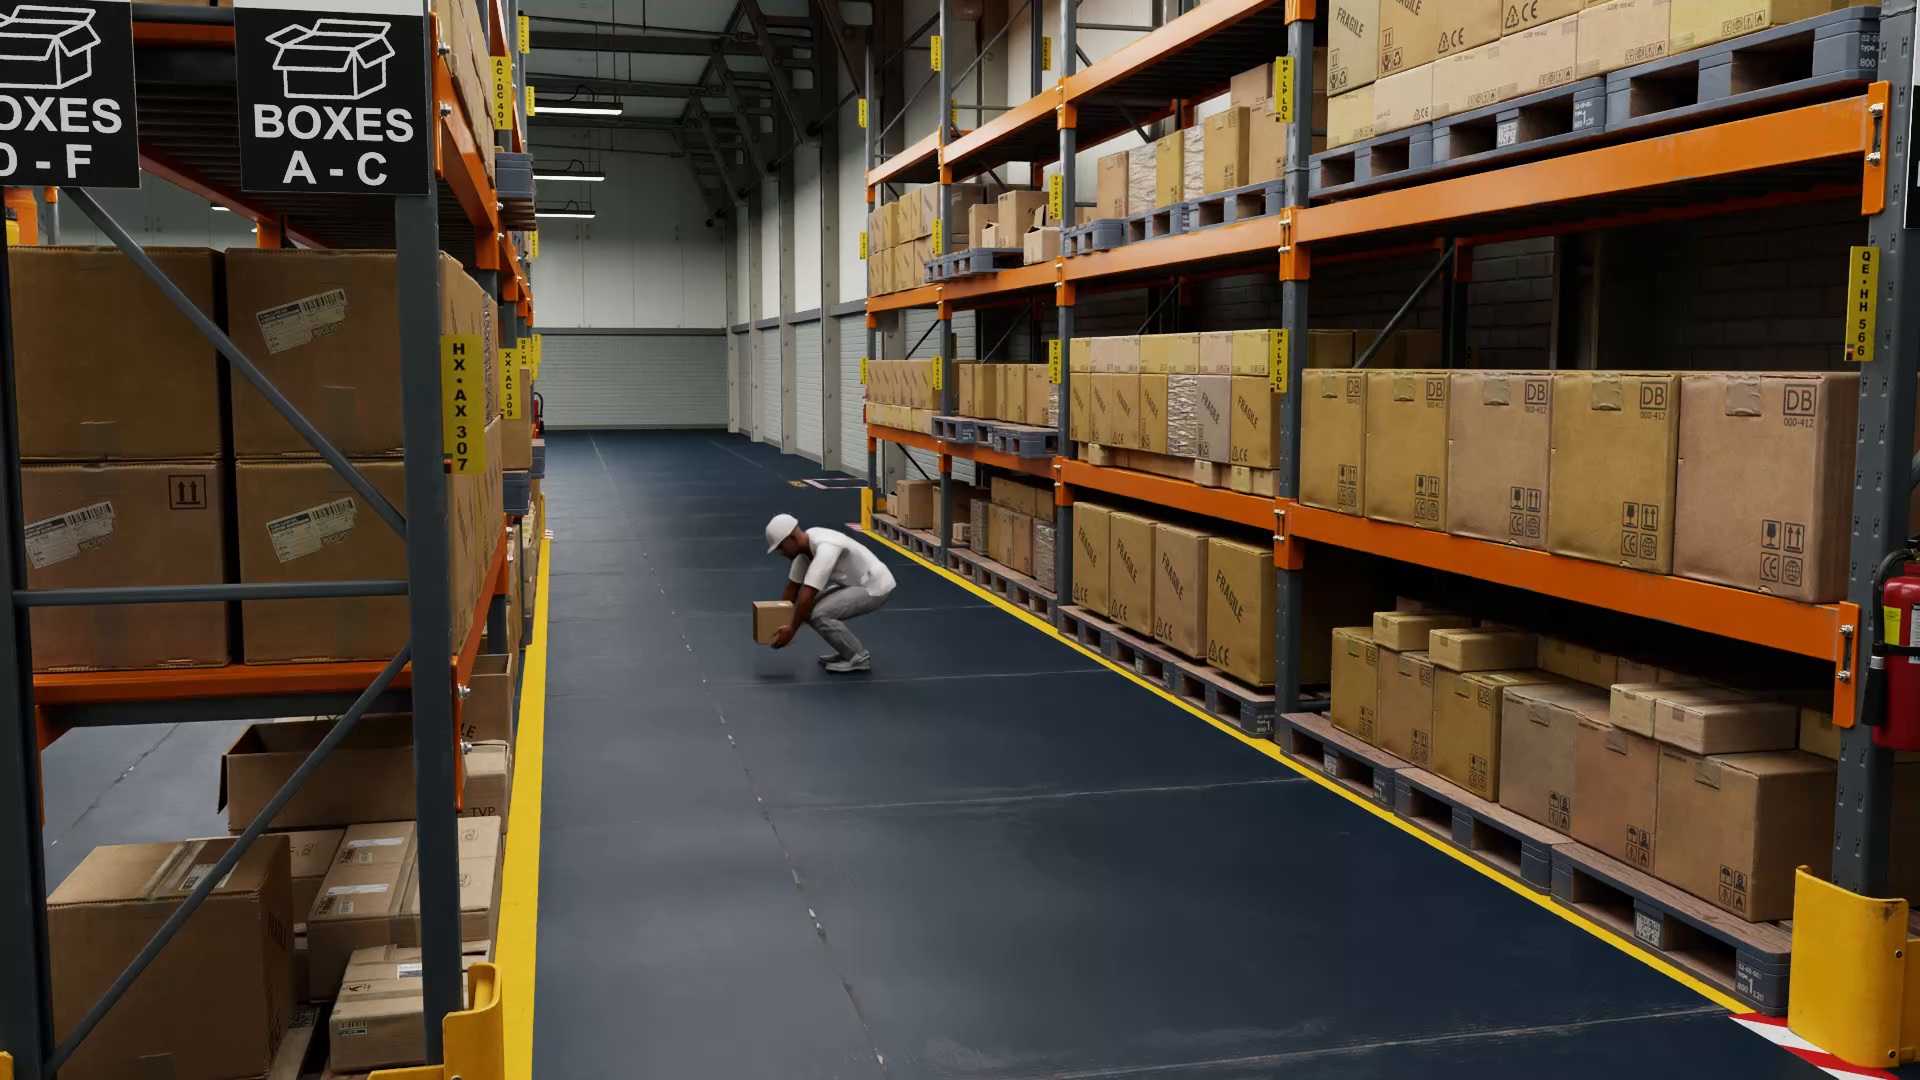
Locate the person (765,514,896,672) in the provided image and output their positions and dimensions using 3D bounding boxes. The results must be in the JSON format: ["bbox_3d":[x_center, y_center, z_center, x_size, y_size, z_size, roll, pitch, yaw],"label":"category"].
[{"bbox_3d":[-0.864,0.343,11.008,0.882,1.055,0.591,-2,6,-14],"label":"person"}]
